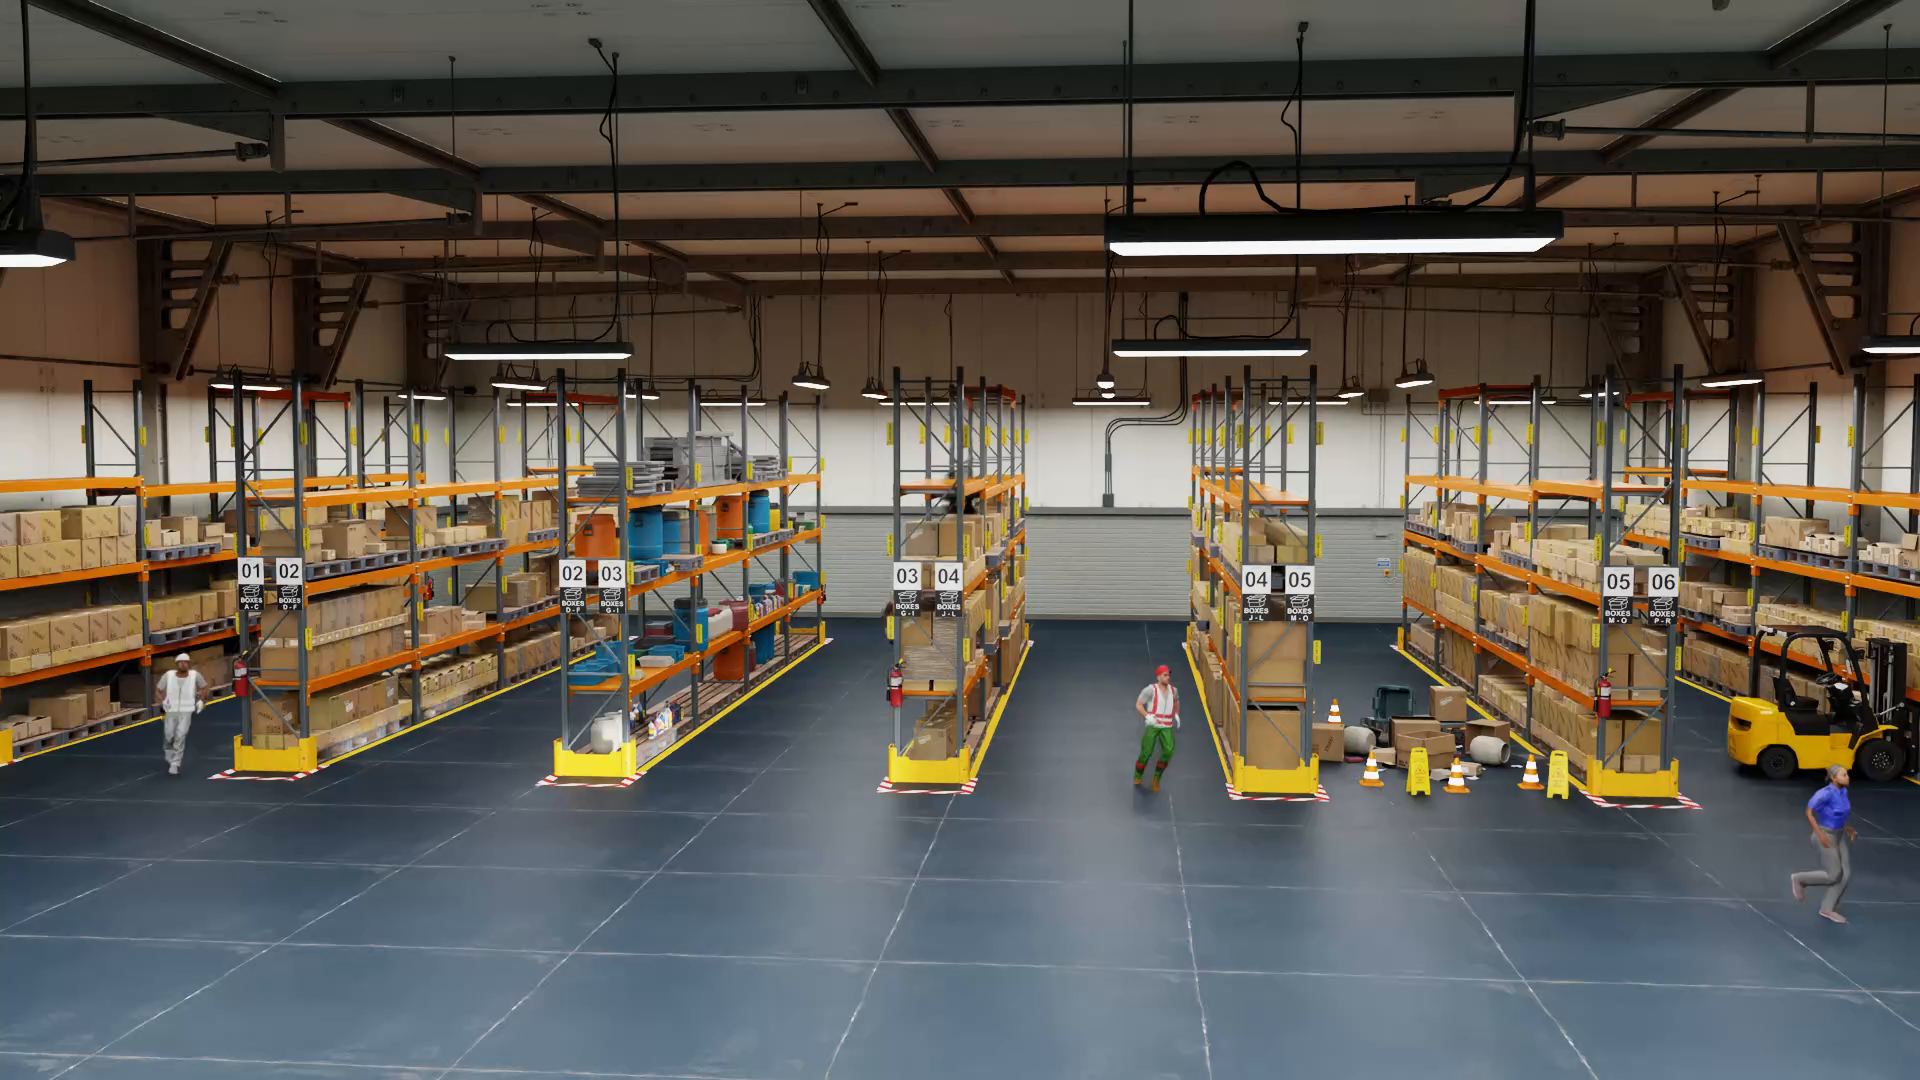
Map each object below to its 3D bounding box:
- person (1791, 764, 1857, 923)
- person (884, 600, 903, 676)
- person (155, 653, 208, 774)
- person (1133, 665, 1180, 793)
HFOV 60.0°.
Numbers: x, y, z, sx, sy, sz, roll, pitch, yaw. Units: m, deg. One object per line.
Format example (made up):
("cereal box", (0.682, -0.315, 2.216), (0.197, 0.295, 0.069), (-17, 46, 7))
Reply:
("person", (9.028, 3.135, 17.361), (0.595, 1.609, 0.580), (-3, 4, -36))
("person", (-1.153, 1.830, 32.477), (0.678, 1.803, 0.802), (0, 4, -1))
("person", (-11.720, 2.582, 25.055), (0.721, 1.772, 0.783), (-2, 4, -23))
("person", (2.833, 2.667, 23.584), (0.719, 1.785, 0.666), (-1, 4, -14))
